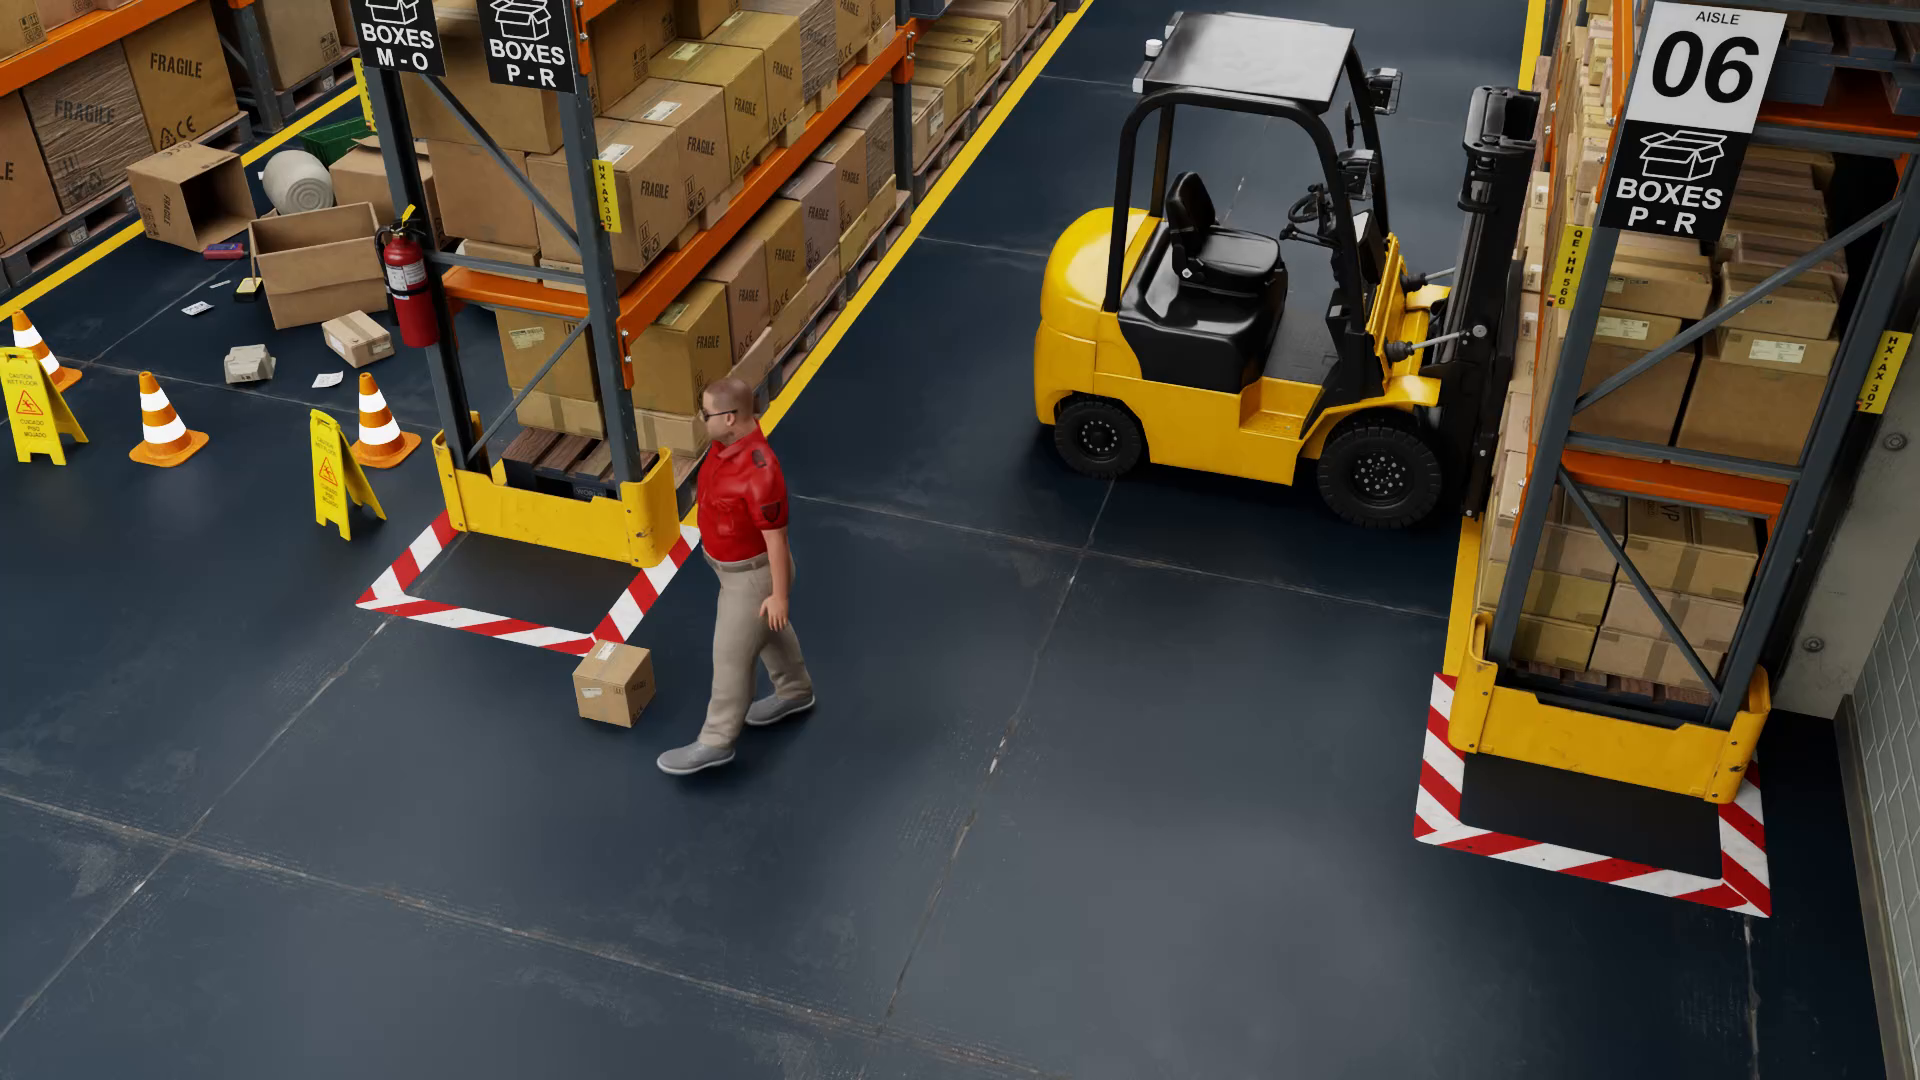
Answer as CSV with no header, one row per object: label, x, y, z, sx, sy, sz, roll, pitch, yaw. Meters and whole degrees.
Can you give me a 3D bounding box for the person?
person,-0.977,0.128,6.716,0.737,1.709,0.575,-11,38,-15
